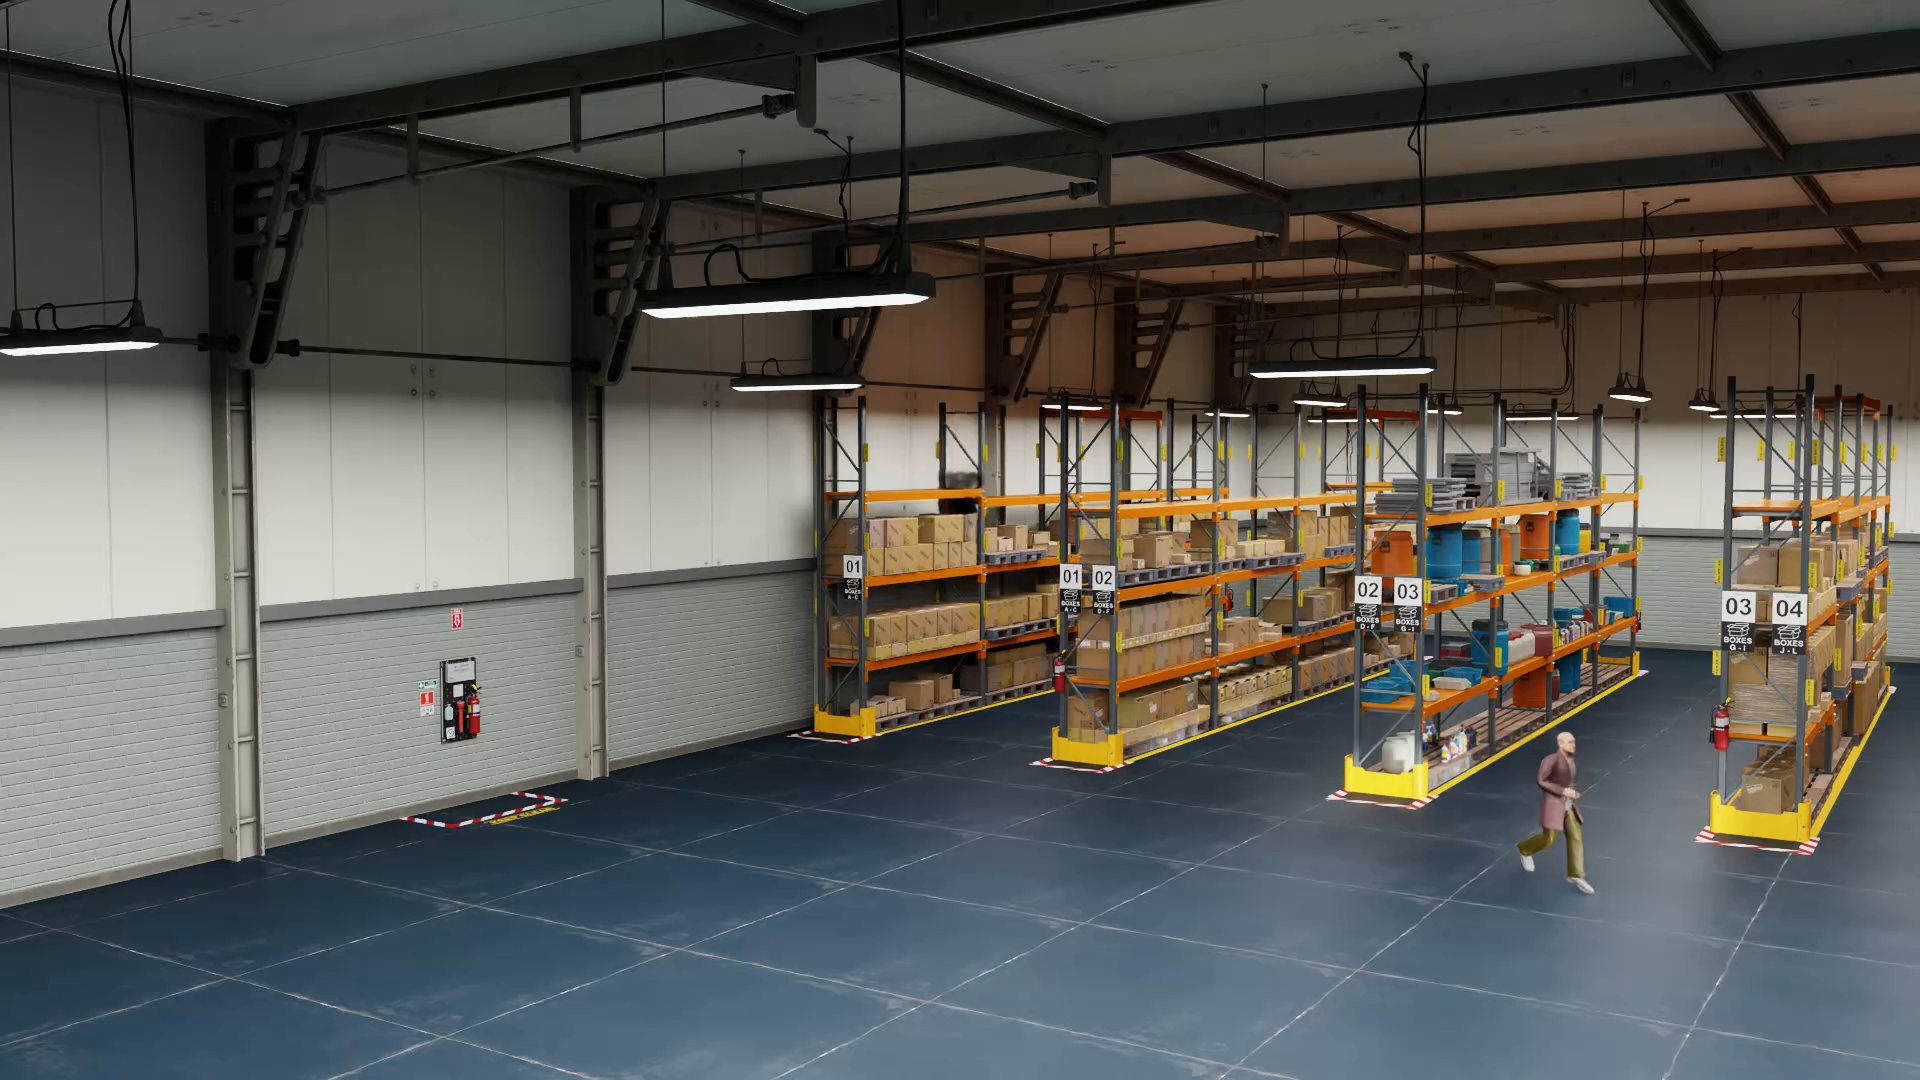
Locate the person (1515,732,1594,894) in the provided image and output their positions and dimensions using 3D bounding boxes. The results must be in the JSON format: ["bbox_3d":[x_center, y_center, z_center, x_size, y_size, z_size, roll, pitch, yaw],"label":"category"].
[{"bbox_3d":[6.917,3.101,19.283,0.733,1.782,1.105,-2,4,-32],"label":"person"}]
